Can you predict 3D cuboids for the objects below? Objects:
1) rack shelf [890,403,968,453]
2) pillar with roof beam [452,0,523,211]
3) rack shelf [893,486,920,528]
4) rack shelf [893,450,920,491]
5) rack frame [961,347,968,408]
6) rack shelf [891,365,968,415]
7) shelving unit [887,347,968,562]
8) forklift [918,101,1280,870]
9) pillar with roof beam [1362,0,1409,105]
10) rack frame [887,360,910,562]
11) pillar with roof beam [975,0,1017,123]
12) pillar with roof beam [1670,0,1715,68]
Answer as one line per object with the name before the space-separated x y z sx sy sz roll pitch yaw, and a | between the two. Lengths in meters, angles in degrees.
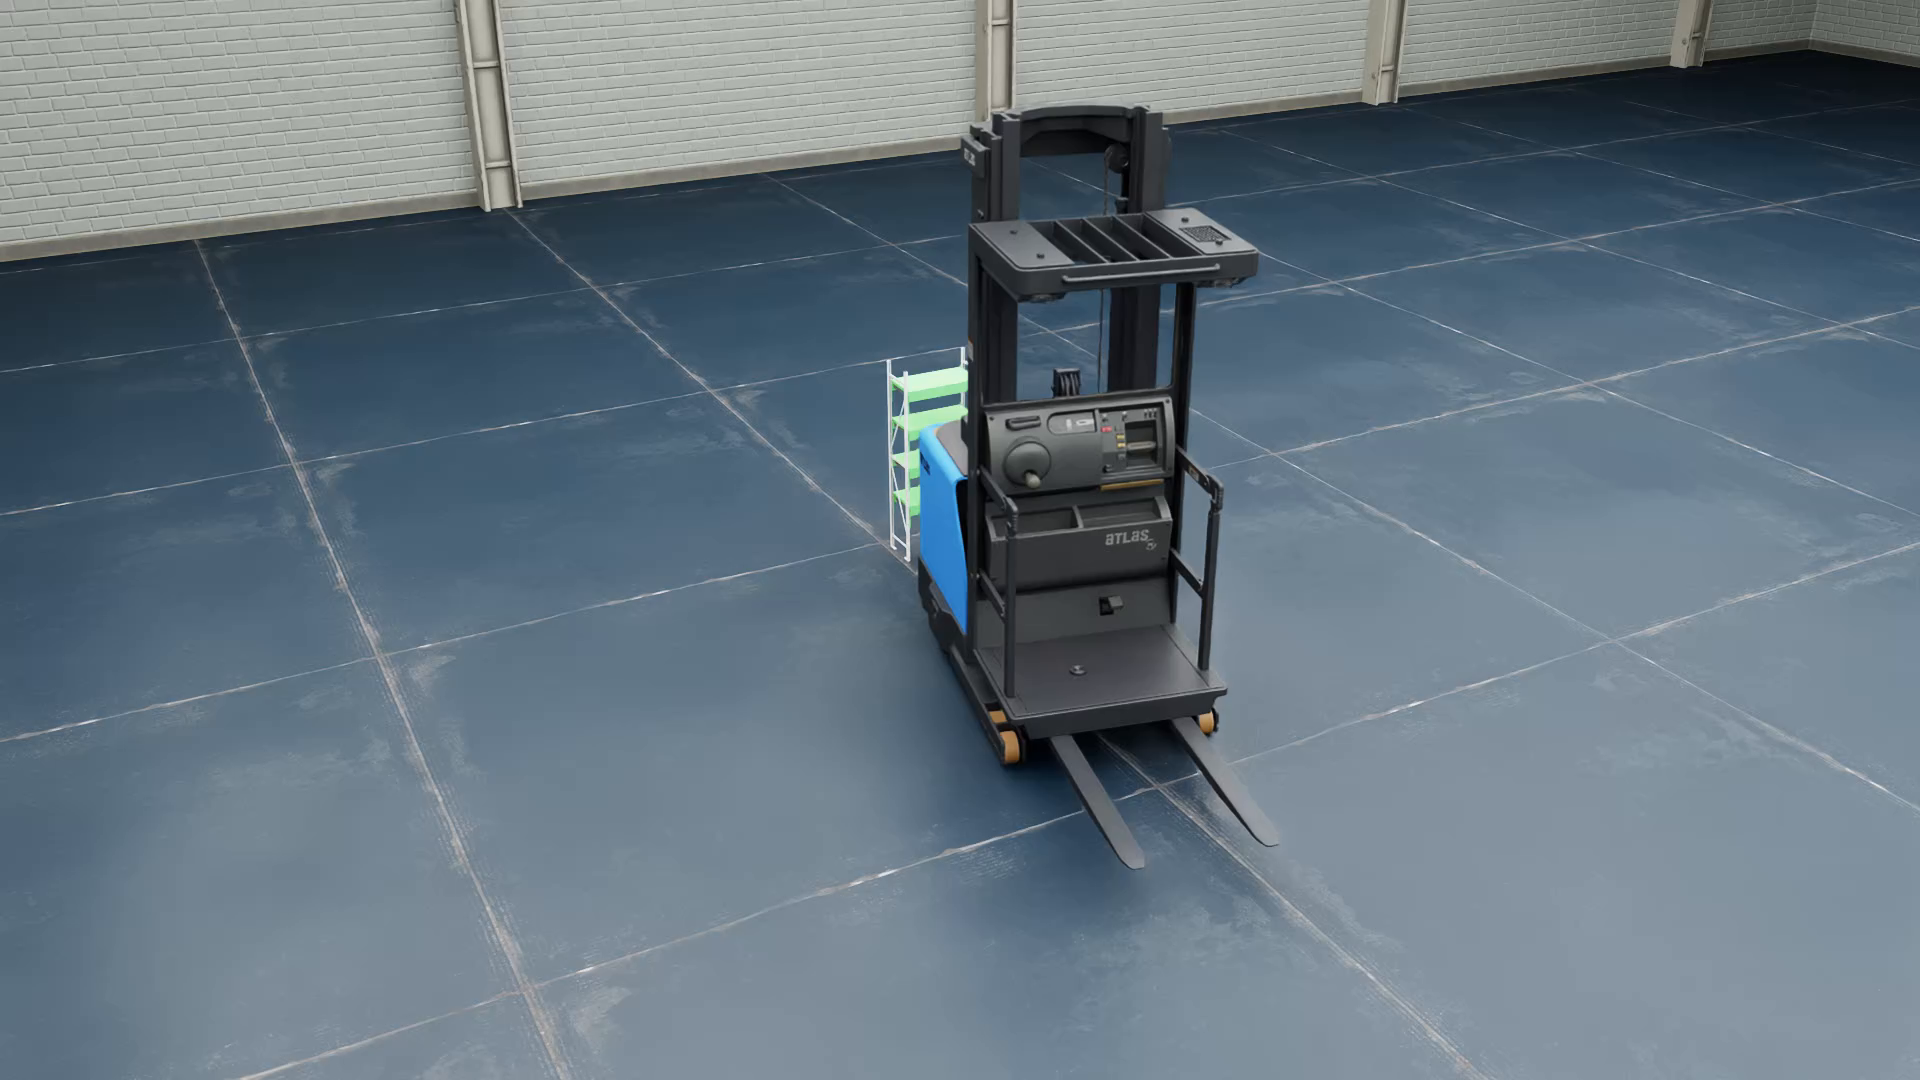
rack shelf | -0.146 -0.666 9.844 0.480 0.148 0.258 -13 29 -25
pillar with roof beam | -2.842 -5.953 12.251 0.400 9.000 9.100 -13 29 -25
rack shelf | -0.146 -0.233 10.052 0.480 0.148 0.258 -13 29 -25
rack shelf | -0.146 -0.450 9.948 0.480 0.148 0.258 -13 29 -25
rack frame | 0.069 -0.557 10.024 0.015 1.200 0.240 -13 29 -25
rack shelf | -0.146 -0.882 9.740 0.480 0.148 0.258 -13 29 -25
shelving unit | -0.146 -0.507 9.920 0.503 1.200 0.258 -13 29 -25
forklift | 0.639 -0.426 7.752 1.130 2.935 3.031 -7 26 -14
pillar with roof beam | 7.746 -8.397 17.342 0.400 9.000 9.100 -13 29 -25
rack frame | -0.361 -0.457 9.817 0.015 1.200 0.240 -13 29 -25
pillar with roof beam | 2.452 -7.175 14.797 0.400 9.000 9.100 -13 29 -25
pillar with roof beam | 13.040 -9.619 19.887 0.400 9.000 9.100 -13 29 -25
